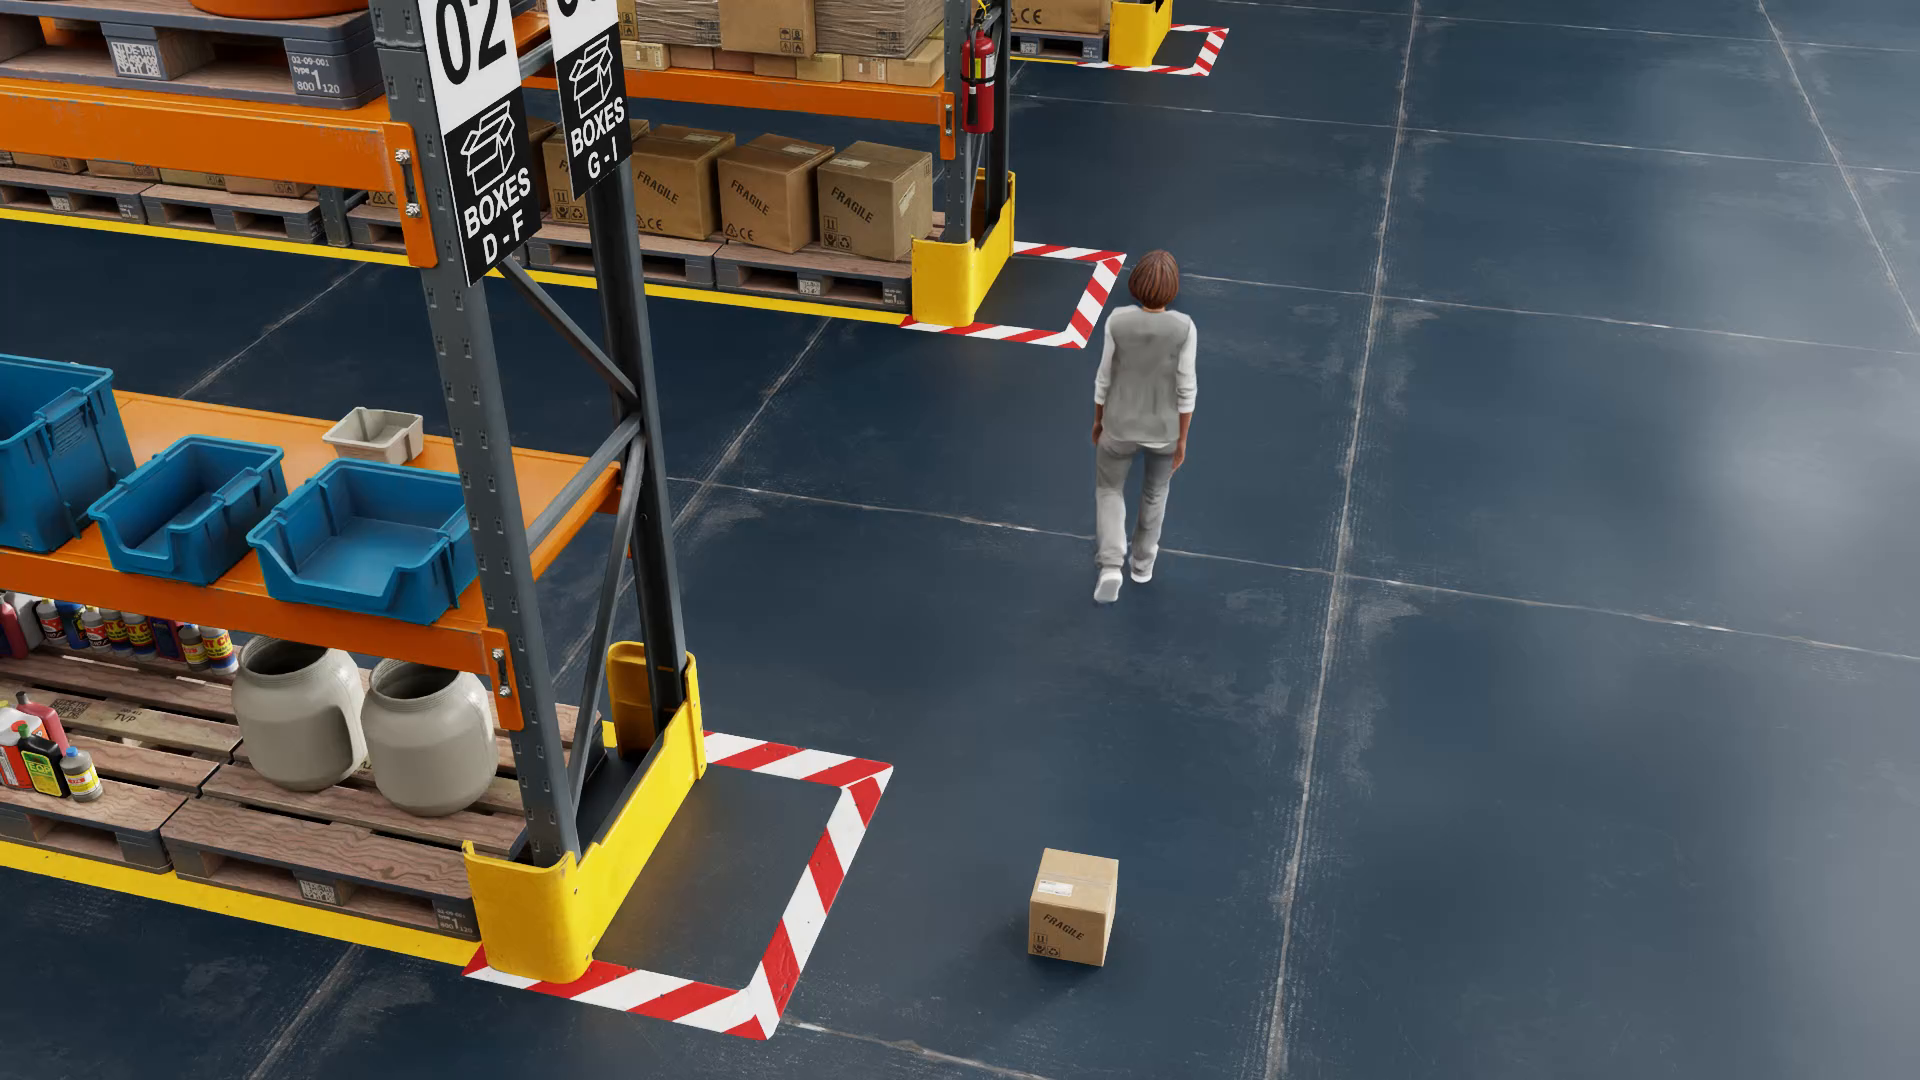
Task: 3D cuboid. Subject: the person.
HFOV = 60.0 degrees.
[{"bbox_3d":[0.739,-0.432,6.770,0.415,1.578,0.667,4,34,7],"label":"person"}]
